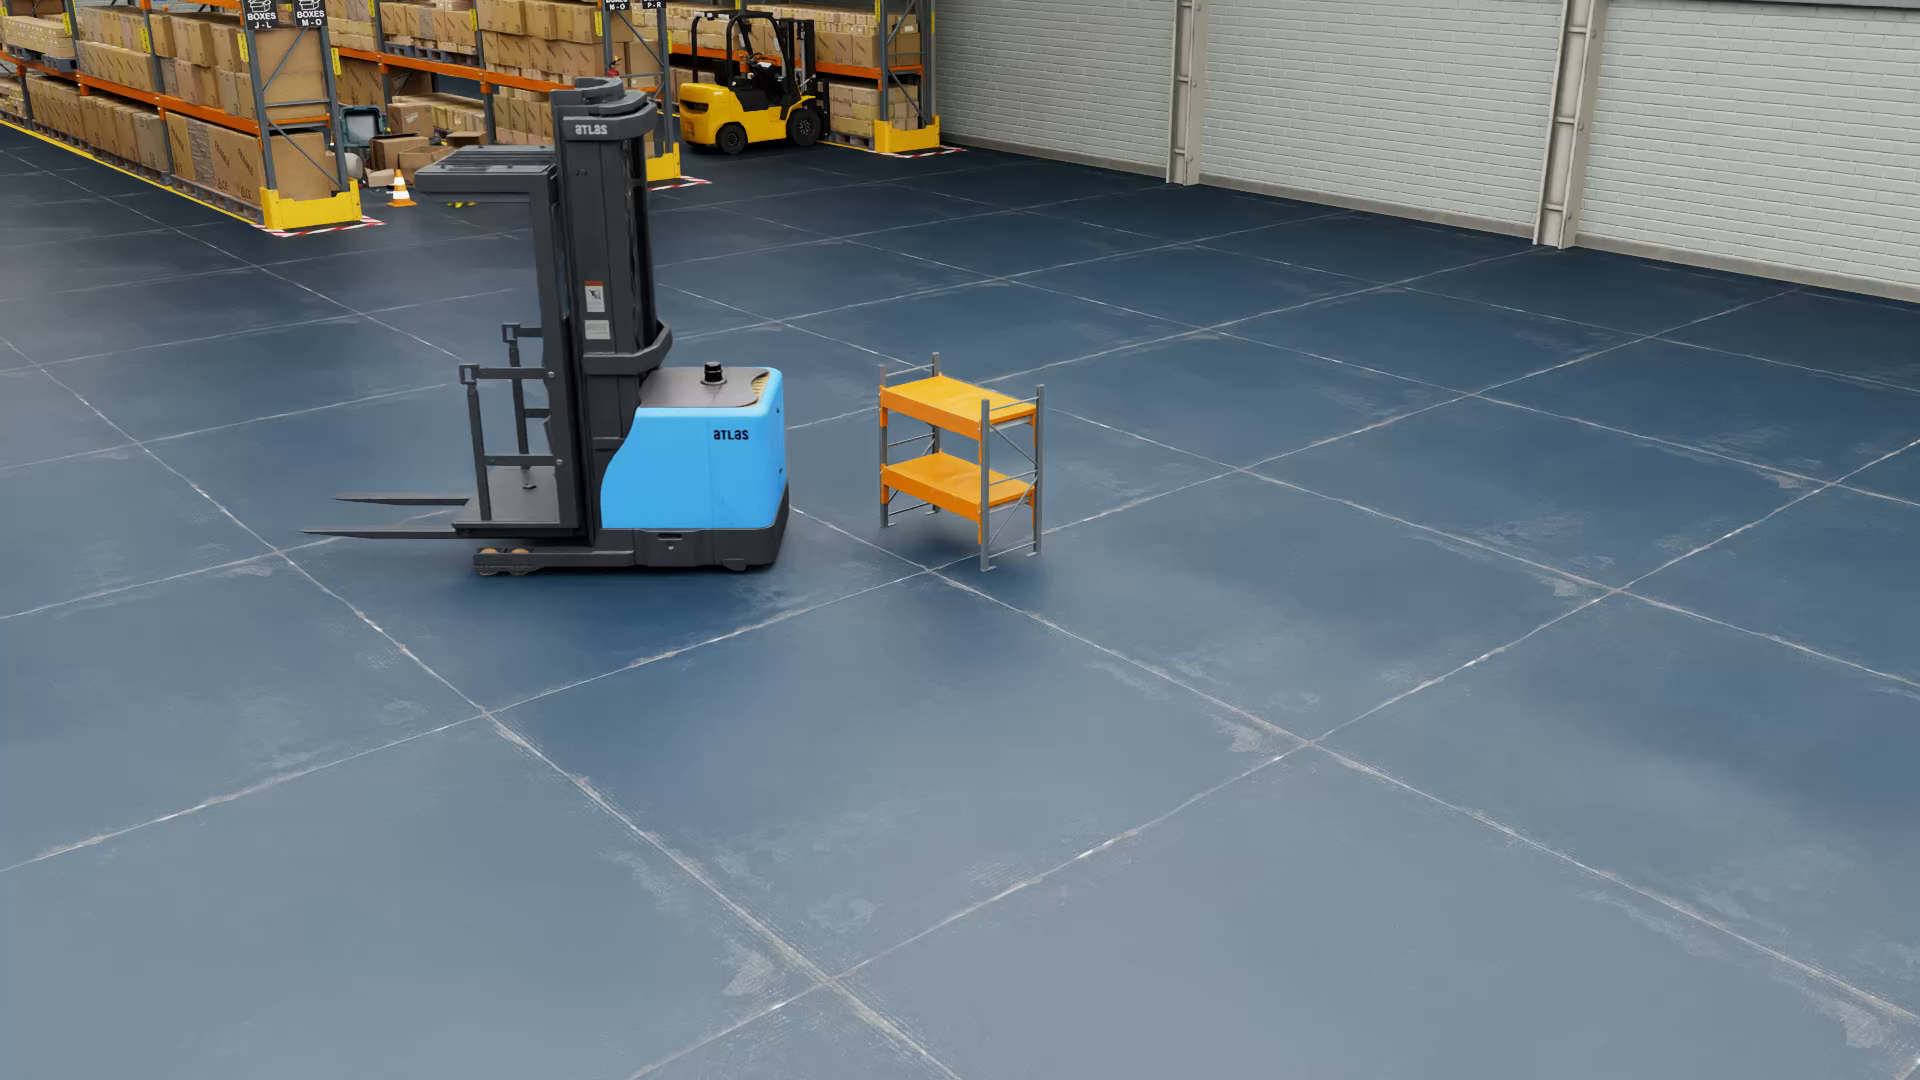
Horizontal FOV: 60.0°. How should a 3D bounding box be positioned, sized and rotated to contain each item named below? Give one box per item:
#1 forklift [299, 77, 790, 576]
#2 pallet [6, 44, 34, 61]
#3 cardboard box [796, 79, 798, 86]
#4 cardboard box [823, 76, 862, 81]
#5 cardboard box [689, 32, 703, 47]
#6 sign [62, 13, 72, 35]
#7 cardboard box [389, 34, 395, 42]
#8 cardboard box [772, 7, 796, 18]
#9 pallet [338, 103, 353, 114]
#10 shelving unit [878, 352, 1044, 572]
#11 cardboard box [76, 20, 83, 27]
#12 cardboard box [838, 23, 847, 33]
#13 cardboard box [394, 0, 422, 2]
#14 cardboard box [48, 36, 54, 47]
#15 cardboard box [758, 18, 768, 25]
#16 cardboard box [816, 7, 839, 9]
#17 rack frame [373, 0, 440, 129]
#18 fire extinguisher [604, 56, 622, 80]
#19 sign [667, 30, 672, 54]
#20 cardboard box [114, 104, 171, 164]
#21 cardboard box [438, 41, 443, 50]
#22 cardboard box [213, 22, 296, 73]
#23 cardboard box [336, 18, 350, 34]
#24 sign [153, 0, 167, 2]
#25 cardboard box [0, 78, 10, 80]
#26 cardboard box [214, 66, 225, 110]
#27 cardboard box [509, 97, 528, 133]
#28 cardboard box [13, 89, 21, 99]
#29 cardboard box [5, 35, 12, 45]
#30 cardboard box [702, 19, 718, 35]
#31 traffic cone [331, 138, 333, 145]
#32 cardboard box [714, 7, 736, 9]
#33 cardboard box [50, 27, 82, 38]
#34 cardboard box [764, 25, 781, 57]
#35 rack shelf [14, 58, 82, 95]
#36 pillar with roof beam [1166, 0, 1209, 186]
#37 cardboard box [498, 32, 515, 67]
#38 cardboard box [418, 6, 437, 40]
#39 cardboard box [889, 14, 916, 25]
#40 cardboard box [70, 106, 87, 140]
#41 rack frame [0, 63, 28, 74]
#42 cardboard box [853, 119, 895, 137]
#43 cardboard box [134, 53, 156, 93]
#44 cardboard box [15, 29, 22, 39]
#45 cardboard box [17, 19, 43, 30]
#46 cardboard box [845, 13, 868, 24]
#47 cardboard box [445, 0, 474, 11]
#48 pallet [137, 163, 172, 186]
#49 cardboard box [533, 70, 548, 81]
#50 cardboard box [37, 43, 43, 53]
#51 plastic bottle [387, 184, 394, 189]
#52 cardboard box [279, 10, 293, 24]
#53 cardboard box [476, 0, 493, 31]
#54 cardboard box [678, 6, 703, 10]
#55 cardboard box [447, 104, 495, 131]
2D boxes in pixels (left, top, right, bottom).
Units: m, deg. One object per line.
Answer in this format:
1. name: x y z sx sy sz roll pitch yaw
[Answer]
1. forklift: -2.671 -1.335 10.373 3.031 2.935 1.130 0 21 0
2. pallet: -15.771 -8.465 28.748 1.003 0.211 1.213 -17 27 -37
3. cardboard box: -2.758 -7.873 28.796 0.500 0.250 0.500 -16 27 -36
4. cardboard box: -2.032 -7.854 28.747 0.500 0.250 0.500 -18 28 -38
5. cardboard box: -4.656 -9.268 30.740 0.500 0.250 0.500 -17 27 -37
6. sign: -13.954 -8.066 25.985 0.100 0.325 0.005 -17 27 -37
7. cardboard box: -9.794 -8.846 29.225 0.380 0.149 0.250 -19 29 -40
8. cardboard box: -3.010 -9.093 28.652 0.380 0.149 0.250 -17 27 -36
9. pallet: -11.115 -8.176 31.569 1.003 0.211 1.213 -17 27 -37
10. shelving unit: -0.004 -0.526 10.784 0.538 1.125 1.048 -17 27 -37
11. cardboard box: -14.563 -8.588 27.749 0.380 0.149 0.250 -16 27 -36
12. cardboard box: -1.789 -8.473 27.477 0.380 0.149 0.250 -18 27 -38
13. cardboard box: -10.002 -9.608 29.894 0.500 0.500 0.500 -19 28 -39
14. cardboard box: -14.392 -8.014 26.693 0.380 0.149 0.250 -16 27 -35
15. cardboard box: -3.317 -9.106 29.093 0.380 0.149 0.250 -17 27 -36
16. cardboard box: -2.247 -9.089 28.641 0.380 0.149 0.250 -18 28 -38
17. rack frame: -9.865 -8.902 29.599 1.000 3.000 0.127 -17 27 -37
18. fire extinguisher: -4.917 -6.514 23.609 0.296 0.674 0.183 -17 27 -37
19. sign: -4.232 -7.224 24.127 0.100 0.325 0.005 -17 27 -37
20. cardboard box: -12.038 -6.156 25.097 1.050 0.750 0.750 -17 27 -37
21. cardboard box: -8.454 -8.237 27.670 0.380 0.149 0.250 -17 27 -37
22. cardboard box: -8.969 -6.300 21.268 0.875 0.550 0.550 -17 27 -37
23. cardboard box: -11.061 -9.415 30.430 0.500 0.250 0.500 -18 28 -39
24. sign: -18.862 -12.796 39.170 0.327 0.218 0.001 -17 27 -37
25. cardboard box: -18.123 -8.629 31.419 0.380 0.149 0.250 -19 28 -40
26. cardboard box: -9.249 -5.978 21.928 0.875 0.550 0.550 -17 27 -37
27. cardboard box: -6.715 -6.689 26.114 0.500 0.500 0.500 -16 27 -35
28. cardboard box: -16.786 -8.043 29.924 0.380 0.149 0.250 -17 27 -37
29. cardboard box: -16.251 -8.661 28.752 0.380 0.149 0.250 -19 28 -40
30. cardboard box: -4.351 -9.357 30.282 0.500 0.250 0.500 -18 28 -39
31. traffic cone: -10.071 -6.467 26.860 0.336 0.463 0.334 -17 27 -37
32. cardboard box: -4.355 -9.841 30.970 0.380 0.149 0.250 -18 27 -38
33. cardboard box: -14.216 -8.077 26.446 0.380 0.149 0.250 -19 28 -39
34. cardboard box: -3.052 -8.701 28.949 0.500 0.500 0.500 -17 27 -37
35. rack shelf: -14.854 -7.913 28.061 1.077 0.370 4.000 -17 27 -37
36. pillar with roof beam: -0.002 -8.392 20.071 9.100 9.000 0.400 -17 27 -37
37. cardboard box: -6.833 -7.661 25.885 0.500 0.500 0.500 -18 27 -38
38. cardboard box: -8.729 -8.675 27.900 0.500 0.500 0.500 -19 28 -39
39. cardboard box: -0.942 -8.505 27.151 0.380 0.149 0.250 -18 28 -38
40. cardboard box: -14.177 -6.847 27.203 0.500 0.500 0.500 -18 27 -38
41. rack frame: -18.771 -9.906 32.162 1.000 3.000 0.127 -17 27 -37
42. cardboard box: -1.431 -6.844 27.539 0.500 0.250 0.500 -17 27 -37
43. cardboard box: -11.481 -6.717 23.884 0.500 0.500 0.500 -18 27 -38
44. cardboard box: -15.742 -8.585 28.151 0.380 0.149 0.250 -19 28 -40
45. cardboard box: -15.571 -8.651 27.910 0.380 0.149 0.250 -18 28 -38
46. cardboard box: -1.654 -8.537 27.232 0.380 0.149 0.250 -17 27 -36
47. cardboard box: -8.186 -8.740 27.176 0.380 0.149 0.250 -18 28 -39
48. pallet: -11.499 -5.487 24.704 1.003 0.211 1.213 -17 27 -37
49. cardboard box: -6.278 -7.098 25.337 0.380 0.149 0.250 -18 27 -38
50. cardboard box: -14.885 -8.085 27.281 0.380 0.149 0.250 -19 28 -40
51. plastic bottle: -8.114 -5.067 23.837 0.283 0.061 0.133 12 24 27
52. cardboard box: -12.972 -10.121 32.574 0.500 0.500 0.500 -17 27 -37
53. cardboard box: -7.131 -8.274 26.080 0.700 0.500 0.500 -18 28 -38
54. cardboard box: -5.029 -9.872 31.049 0.380 0.149 0.250 -17 27 -37
55. cardboard box: -8.070 -7.111 28.053 0.950 0.372 0.625 -15 26 -34
